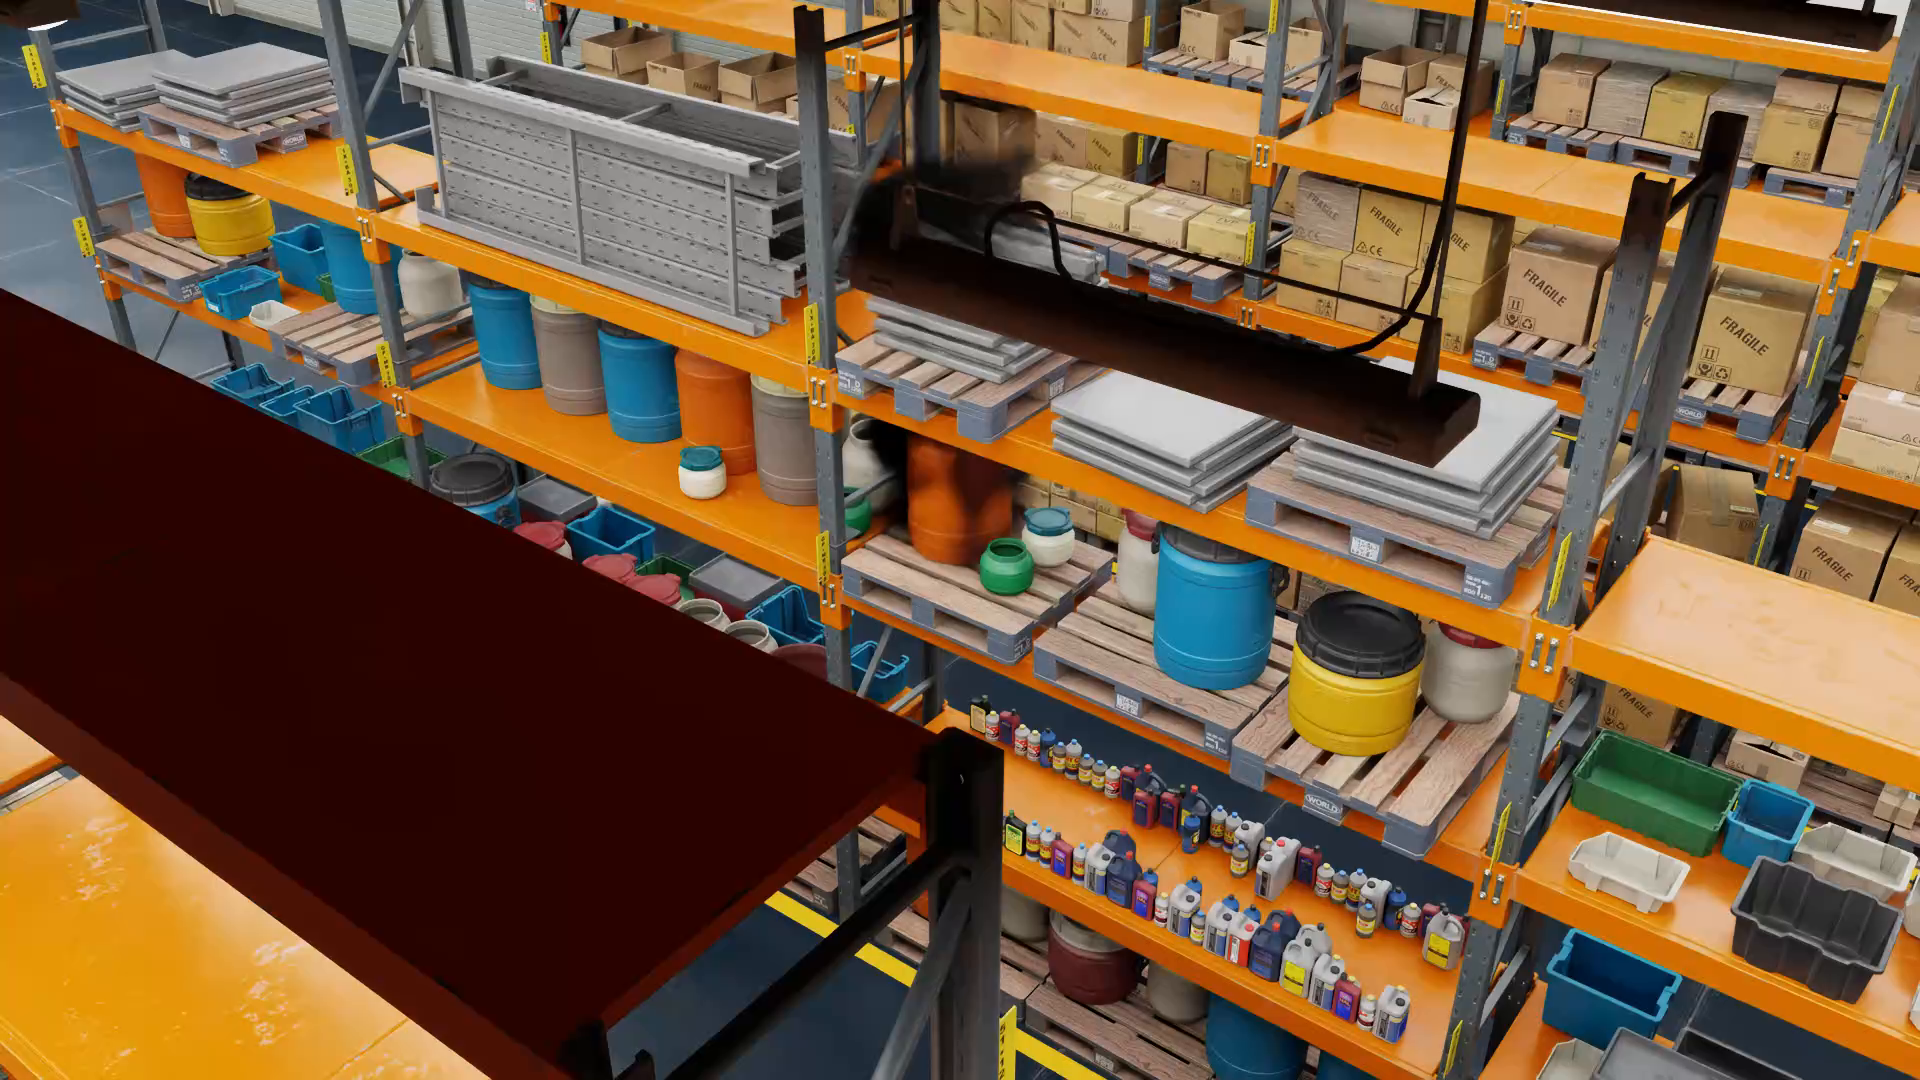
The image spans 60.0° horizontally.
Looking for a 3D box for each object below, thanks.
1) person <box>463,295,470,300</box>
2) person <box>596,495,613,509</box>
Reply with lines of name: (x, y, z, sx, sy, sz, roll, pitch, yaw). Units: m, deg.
person: (-5.875, -3.113, 18.811, 0.612, 1.622, 0.599, -8, 32, -13)
person: (-3.095, -0.404, 14.294, 0.594, 1.738, 0.729, 20, 37, 30)
